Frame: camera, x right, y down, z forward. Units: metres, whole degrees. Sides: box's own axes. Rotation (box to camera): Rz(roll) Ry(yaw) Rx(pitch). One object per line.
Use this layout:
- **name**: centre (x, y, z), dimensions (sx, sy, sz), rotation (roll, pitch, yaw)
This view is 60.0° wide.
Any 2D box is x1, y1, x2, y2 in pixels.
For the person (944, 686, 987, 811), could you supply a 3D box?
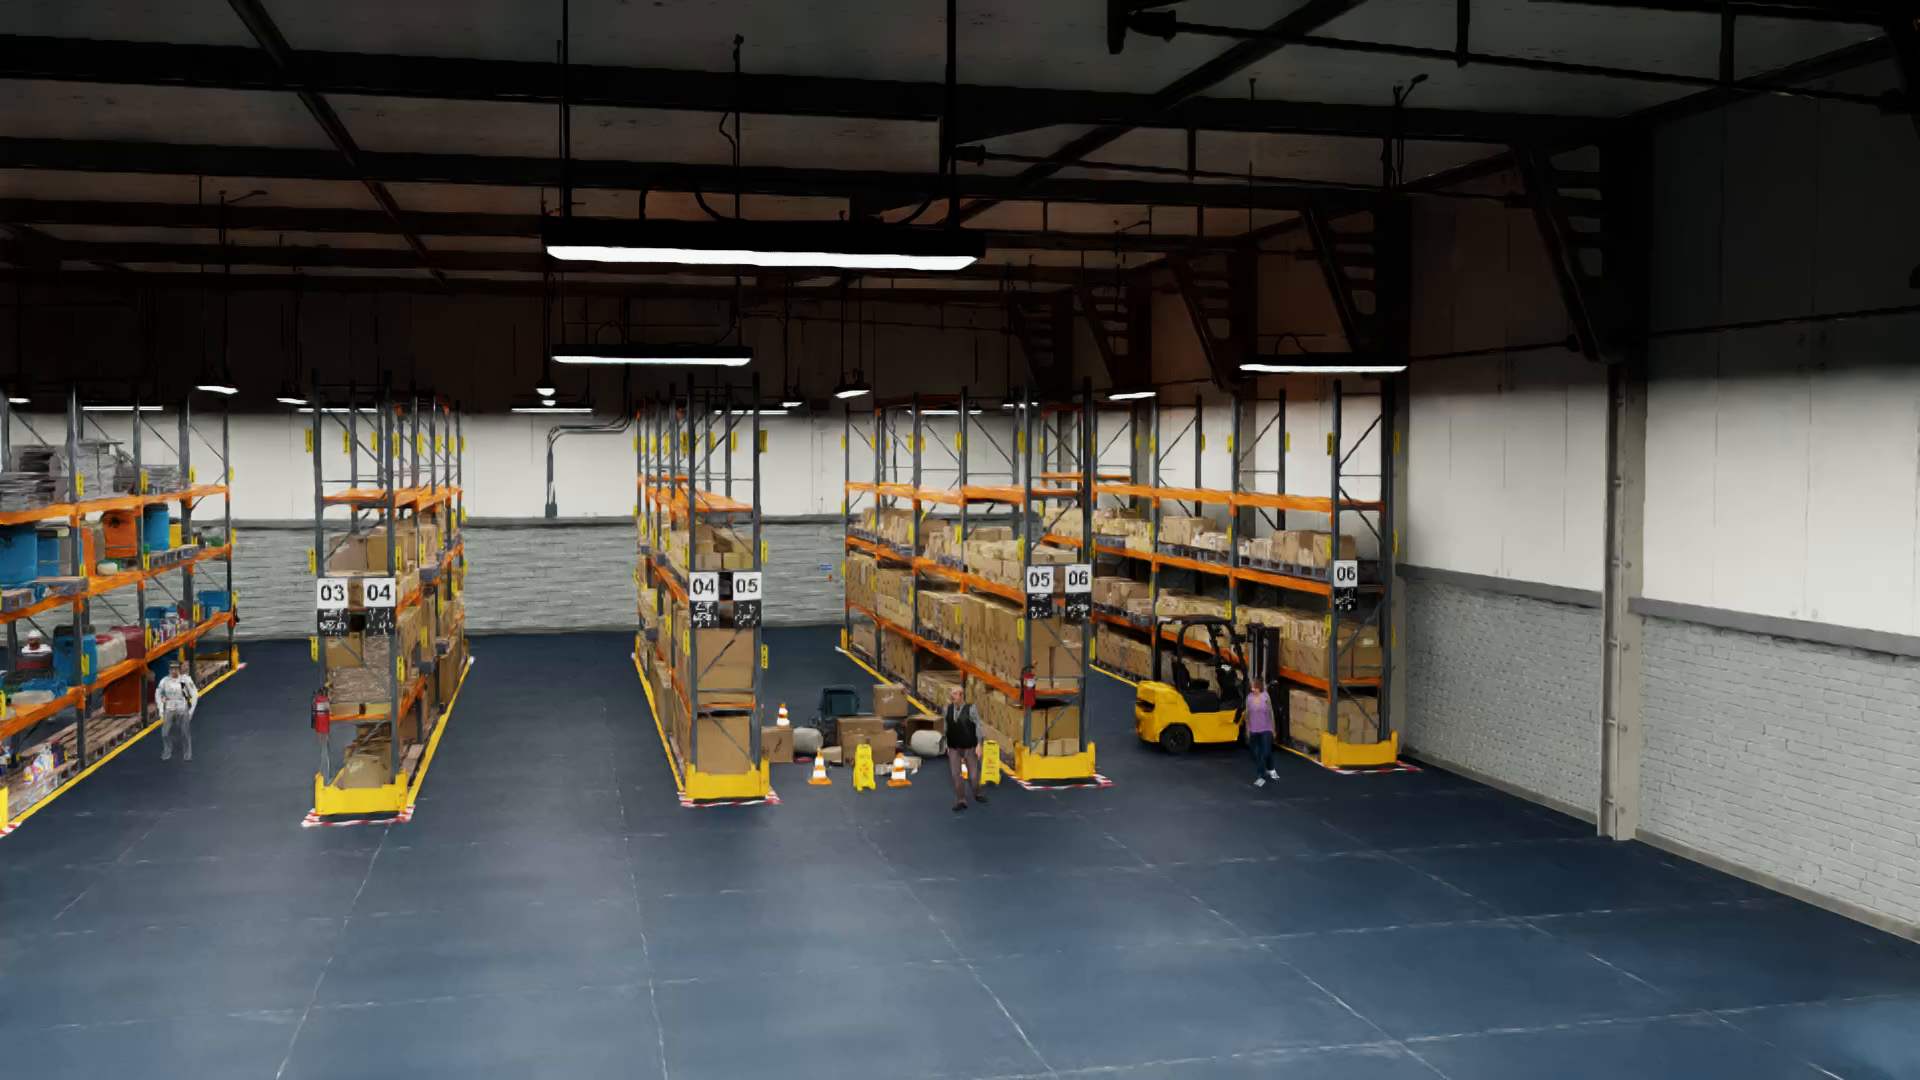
- **person**: centre (0.071, 2.833, 22.825), dimensions (0.583, 1.709, 0.540), rotation (1, 4, 23)

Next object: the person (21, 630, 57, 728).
- **person**: centre (-16.353, 2.440, 29.442), dimensions (0.570, 1.708, 1.040), rotation (0, 3, -4)

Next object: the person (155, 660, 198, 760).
- **person**: centre (-12.370, 2.677, 26.268), dimensions (0.639, 1.632, 0.512), rotation (-1, 3, -15)

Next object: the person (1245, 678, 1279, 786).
- **person**: centre (4.424, 2.799, 24.395), dimensions (0.475, 1.590, 0.462), rotation (2, 4, 26)
